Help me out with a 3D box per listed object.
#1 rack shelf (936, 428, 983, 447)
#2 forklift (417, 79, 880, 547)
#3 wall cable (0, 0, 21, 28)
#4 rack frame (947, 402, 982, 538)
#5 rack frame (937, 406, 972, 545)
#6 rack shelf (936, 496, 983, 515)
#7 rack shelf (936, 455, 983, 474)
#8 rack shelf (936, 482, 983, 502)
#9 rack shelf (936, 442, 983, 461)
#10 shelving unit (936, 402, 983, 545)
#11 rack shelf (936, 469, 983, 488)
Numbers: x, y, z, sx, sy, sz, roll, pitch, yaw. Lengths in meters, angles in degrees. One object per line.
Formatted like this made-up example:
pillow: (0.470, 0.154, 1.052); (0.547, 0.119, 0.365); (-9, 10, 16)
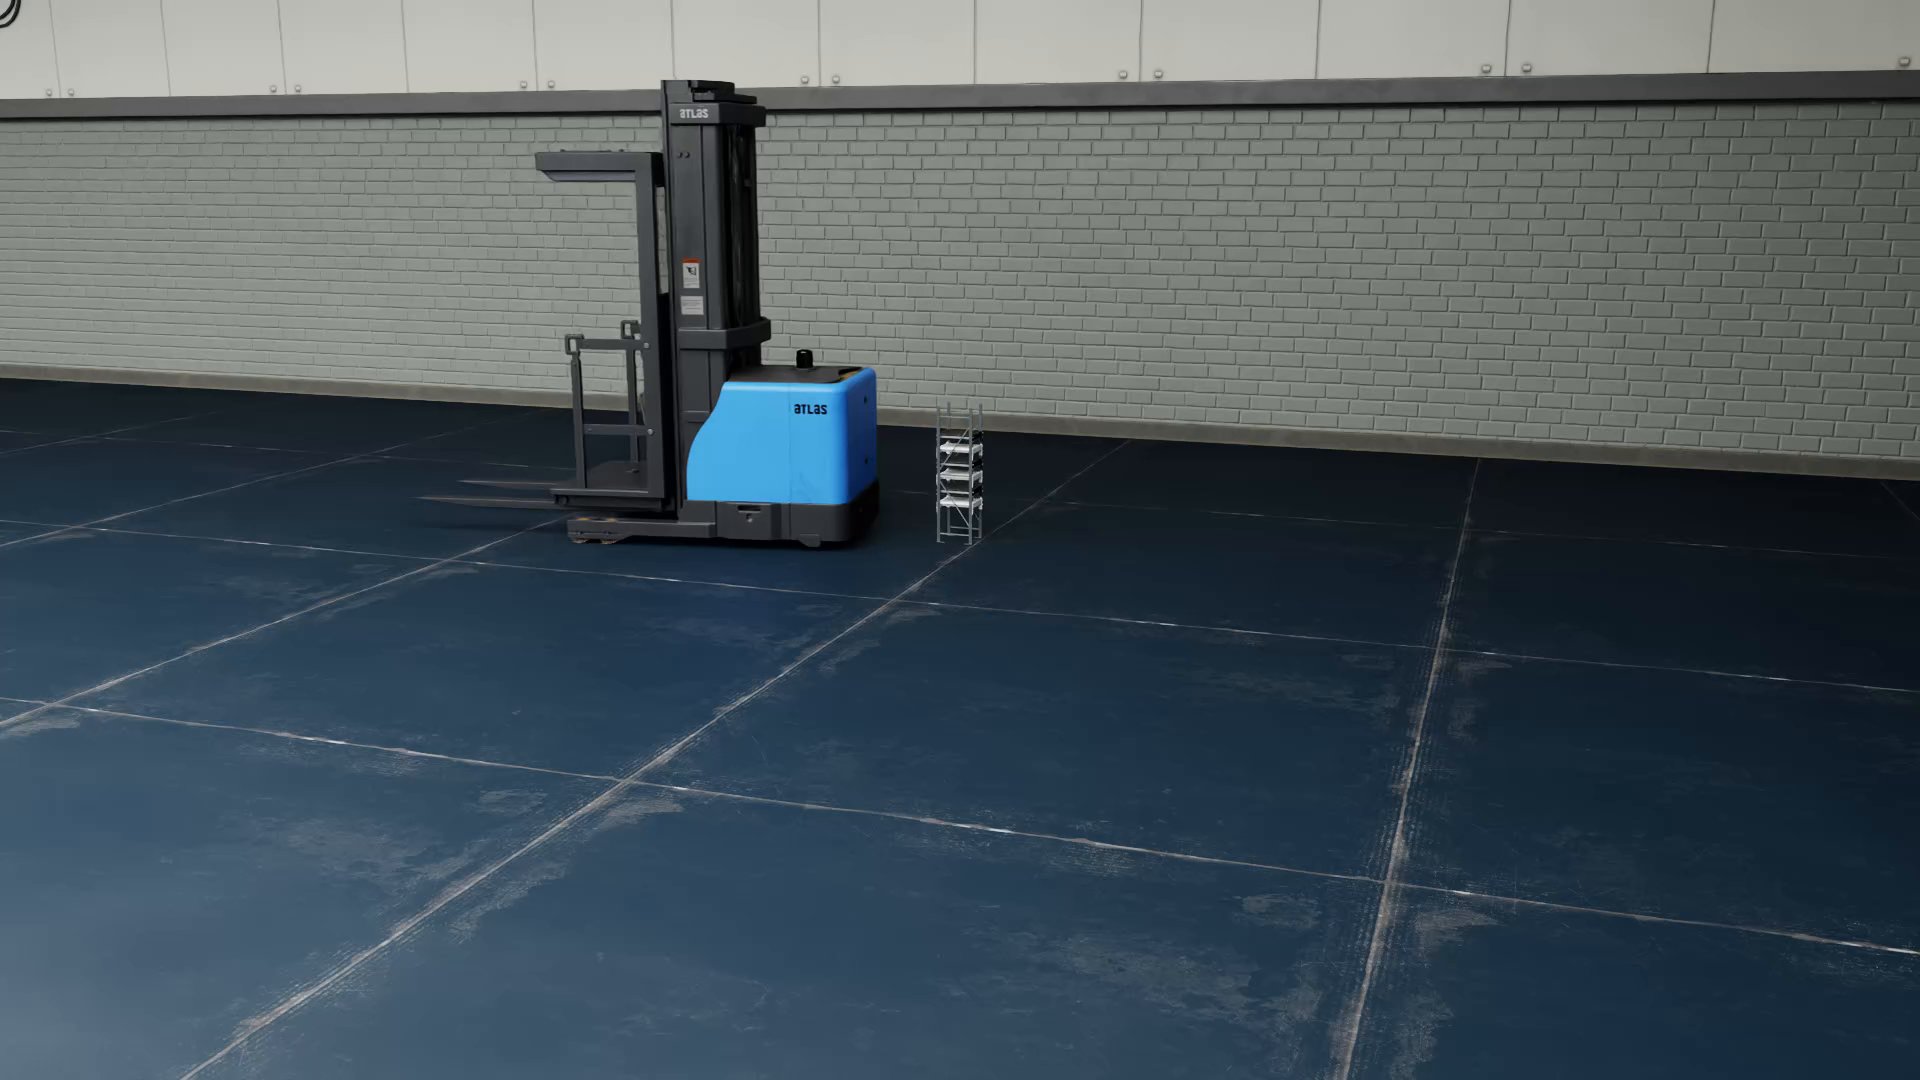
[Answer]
rack shelf: (-0.003, -0.668, 10.828); (0.258, 0.077, 0.200); (4, 14, 18)
forklift: (-2.121, -1.514, 11.035); (3.031, 2.935, 1.130); (2, 13, 9)
wall cable: (-11.239, -7.924, 17.838); (2.305, 6.003, 0.169); (4, 14, 18)
rack frame: (0.030, -0.458, 10.974); (0.240, 0.900, 0.006); (4, 14, 18)
rack frame: (-0.036, -0.416, 10.787); (0.240, 0.900, 0.006); (4, 14, 18)
rack shelf: (-0.003, -0.229, 10.928); (0.258, 0.077, 0.200); (4, 14, 18)
rack shelf: (-0.003, -0.492, 10.868); (0.258, 0.077, 0.200); (4, 14, 18)
rack shelf: (-0.003, -0.317, 10.908); (0.258, 0.077, 0.200); (4, 14, 18)
rack shelf: (-0.003, -0.580, 10.848); (0.258, 0.077, 0.200); (4, 14, 18)
shelving unit: (-0.003, -0.437, 10.880); (0.258, 0.900, 0.210); (4, 14, 18)
rack shelf: (-0.003, -0.405, 10.888); (0.258, 0.077, 0.200); (4, 14, 18)
